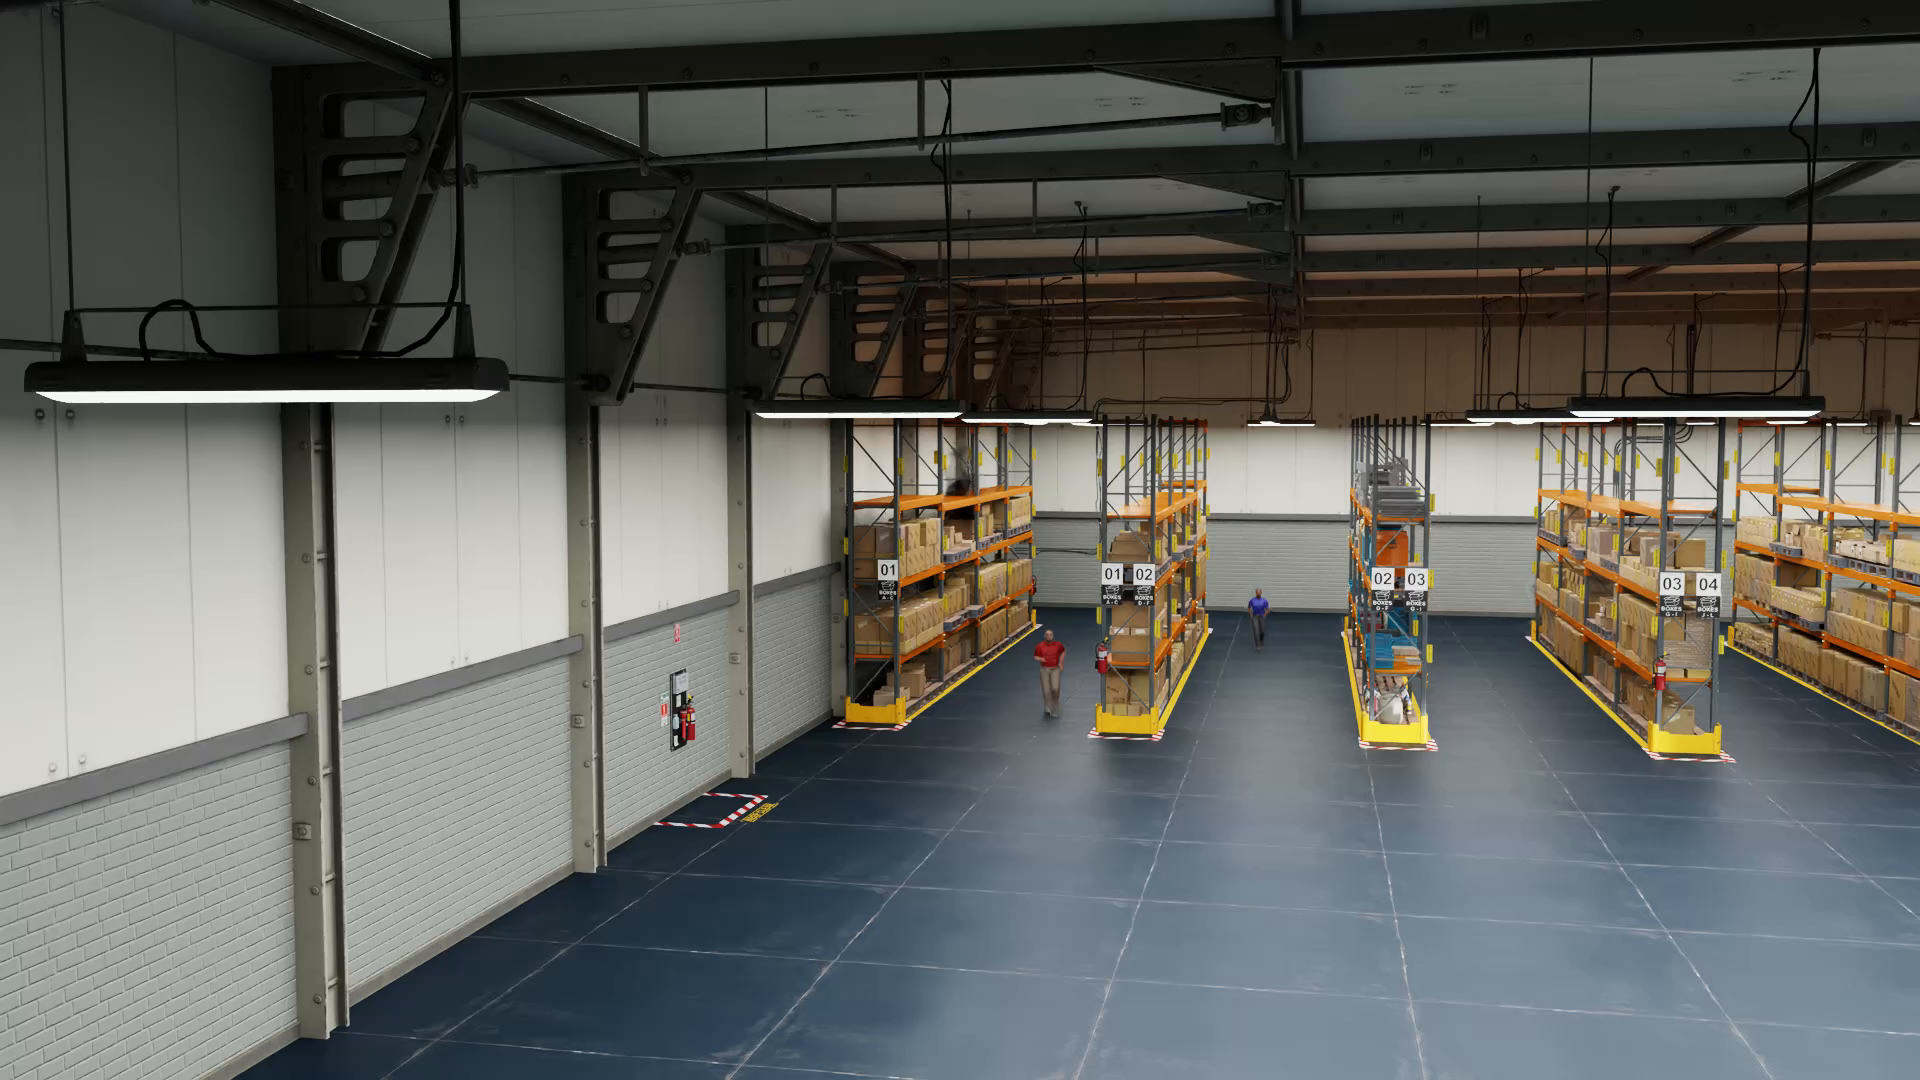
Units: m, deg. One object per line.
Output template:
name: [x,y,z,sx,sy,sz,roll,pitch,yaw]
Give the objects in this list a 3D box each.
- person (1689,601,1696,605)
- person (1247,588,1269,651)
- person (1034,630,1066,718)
person: [19.065,2.015,43.807,0.743,1.592,0.595,2,4,28]
person: [7.726,2.056,43.087,0.562,1.597,0.561,1,4,10]
person: [1.786,2.676,33.138,0.638,1.784,0.767,0,4,4]
